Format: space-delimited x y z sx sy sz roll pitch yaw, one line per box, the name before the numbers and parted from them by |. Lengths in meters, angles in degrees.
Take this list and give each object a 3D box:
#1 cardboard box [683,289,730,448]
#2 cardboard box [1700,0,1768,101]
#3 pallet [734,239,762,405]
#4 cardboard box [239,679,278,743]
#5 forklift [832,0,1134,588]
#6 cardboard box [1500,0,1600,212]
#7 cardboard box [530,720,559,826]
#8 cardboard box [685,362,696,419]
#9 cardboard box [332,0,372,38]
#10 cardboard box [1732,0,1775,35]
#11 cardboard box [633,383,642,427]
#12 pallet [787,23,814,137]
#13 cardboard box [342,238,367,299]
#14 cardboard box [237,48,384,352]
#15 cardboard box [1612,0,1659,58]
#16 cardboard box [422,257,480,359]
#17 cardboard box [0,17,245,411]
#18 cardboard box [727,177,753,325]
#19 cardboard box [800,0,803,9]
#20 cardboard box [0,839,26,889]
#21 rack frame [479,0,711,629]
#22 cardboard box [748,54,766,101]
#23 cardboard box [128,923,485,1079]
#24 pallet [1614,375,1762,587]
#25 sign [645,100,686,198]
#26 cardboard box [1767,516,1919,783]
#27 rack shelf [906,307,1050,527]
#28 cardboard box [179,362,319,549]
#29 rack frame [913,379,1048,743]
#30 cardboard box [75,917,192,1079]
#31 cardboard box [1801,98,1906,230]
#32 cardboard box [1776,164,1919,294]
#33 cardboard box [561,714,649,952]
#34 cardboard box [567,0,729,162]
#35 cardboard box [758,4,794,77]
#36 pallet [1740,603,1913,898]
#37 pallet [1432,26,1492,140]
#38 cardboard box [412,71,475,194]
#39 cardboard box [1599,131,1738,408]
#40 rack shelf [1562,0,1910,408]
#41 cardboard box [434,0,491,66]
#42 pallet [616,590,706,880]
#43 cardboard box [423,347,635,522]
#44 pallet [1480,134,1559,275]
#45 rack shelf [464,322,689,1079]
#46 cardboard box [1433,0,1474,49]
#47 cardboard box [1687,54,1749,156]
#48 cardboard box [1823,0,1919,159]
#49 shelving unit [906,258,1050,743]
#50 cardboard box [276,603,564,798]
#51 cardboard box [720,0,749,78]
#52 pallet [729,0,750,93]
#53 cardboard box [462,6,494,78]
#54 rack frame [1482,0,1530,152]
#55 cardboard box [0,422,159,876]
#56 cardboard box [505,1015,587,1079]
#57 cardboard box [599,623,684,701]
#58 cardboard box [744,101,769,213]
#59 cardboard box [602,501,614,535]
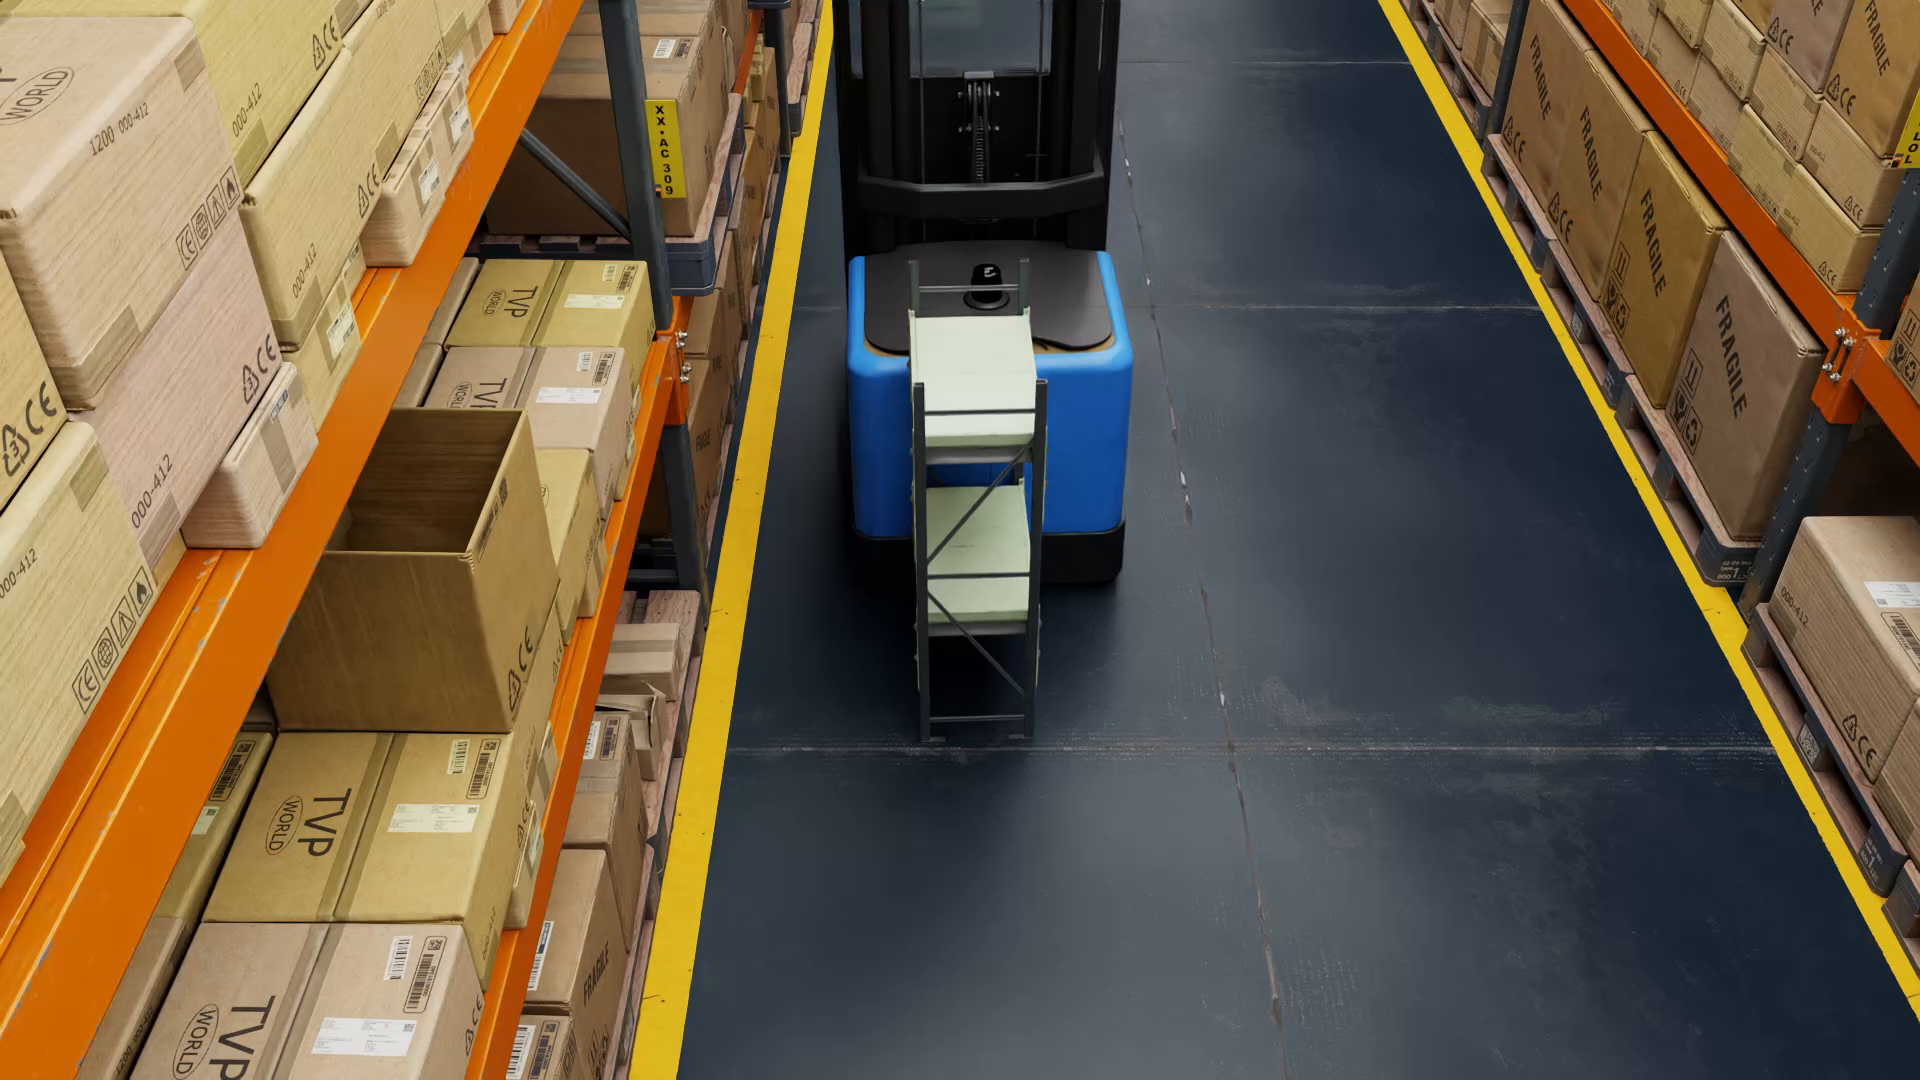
cardboard box | -1.248 -0.696 6.882 0.500 0.500 0.500 -1 39 -1
cardboard box | 3.244 -1.926 6.475 0.500 0.250 0.500 1 39 1
pallet | -1.505 -1.057 7.900 1.003 0.211 1.213 0 39 0
cardboard box | -1.719 0.326 3.827 0.500 0.250 0.500 0 39 0
forklift | 0.050 -1.860 6.727 1.130 2.935 3.031 -2 39 -2
cardboard box | 3.415 -2.282 8.562 0.875 0.875 0.875 0 39 0
cardboard box | -1.156 0.552 3.864 0.380 0.149 0.250 1 39 1
cardboard box | -1.196 -0.538 6.167 0.380 0.149 0.250 2 39 2
cardboard box | -1.213 -1.022 2.710 0.500 0.250 0.500 1 39 1
cardboard box | 3.261 -2.226 6.250 0.500 0.500 0.500 1 39 1
cardboard box | -1.187 -0.411 5.066 0.380 0.149 0.250 1 39 1
pallet | -1.428 -2.800 10.075 1.003 0.211 1.213 0 39 0
cardboard box | -1.202 -0.441 2.704 0.380 0.149 0.250 0 39 -1
cardboard box | -1.194 -0.514 2.476 0.500 0.250 0.500 -1 39 -1
cardboard box | 3.259 -2.365 7.422 0.500 0.250 0.500 1 39 1
cardboard box | -1.731 -0.619 5.006 0.500 0.250 0.500 0 39 -1
cardboard box | -1.188 -0.389 1.920 0.500 0.250 0.500 0 39 0
cardboard box | -1.238 -1.332 7.677 0.500 0.500 0.500 -1 39 -2
cardboard box | -1.463 -3.830 10.693 0.875 0.625 0.625 -2 39 -2
cardboard box | -1.225 0.358 1.707 0.380 0.149 0.250 1 39 1
rack frame | -1.462 -0.871 5.439 1.000 3.000 0.127 0 39 0
cardboard box | -1.181 -2.335 8.410 0.380 0.149 0.250 -2 39 -2
cardboard box | -1.189 0.973 3.019 0.500 0.250 0.500 0 39 0
pallet | 3.426 -0.272 6.920 1.003 0.211 1.213 0 39 0
sign | -0.919 -1.214 5.175 0.100 0.325 0.005 0 39 0
cardboard box | 3.395 0.351 5.626 0.875 0.438 0.875 -1 39 -1
rack shelf | 0.045 -0.414 5.444 0.431 0.370 0.720 -2 39 -2
cardboard box | -1.132 -0.122 2.306 0.380 0.149 0.250 1 39 1
rack frame | 0.061 0.119 5.402 0.400 1.500 0.023 -2 39 -2
cardboard box | -1.723 0.962 3.032 0.500 0.250 0.500 0 39 0
cardboard box | 3.258 -1.289 5.681 0.500 0.250 0.500 0 39 0
cardboard box | 3.249 -1.099 5.843 0.500 0.250 0.500 -1 39 -1
cardboard box | -1.326 0.875 4.922 0.700 0.500 0.500 -1 39 -2
cardboard box | -1.239 -1.701 6.058 0.700 0.500 0.500 0 39 0
cardboard box | -1.454 -3.000 9.658 0.875 0.625 0.625 1 39 1
pallet | 3.424 0.686 5.725 1.003 0.211 1.213 0 39 0
pallet | 3.498 -2.779 10.049 1.003 0.211 1.213 0 39 0
cardboard box | -1.135 -0.757 3.098 0.380 0.149 0.250 1 39 1
cardboard box | 3.412 -1.165 7.168 0.875 0.875 0.875 1 39 1
rack shelf | 3.500 -1.847 7.232 1.077 0.370 4.000 0 39 0
cardboard box | -1.211 -1.153 3.273 0.500 0.250 0.500 1 39 1
pallet | -1.462 0.646 5.775 1.003 0.211 1.213 0 39 0
cardboard box | -1.202 -0.297 4.605 0.500 0.250 0.500 0 39 0
pallet | 3.423 -1.798 8.824 1.003 0.211 1.213 0 39 0
rack shelf | -1.460 0.660 4.103 1.077 0.370 4.000 0 39 0
cardboard box | 3.498 -3.332 10.275 0.950 0.372 0.625 -1 39 -1
cardboard box | 3.268 -1.733 6.634 0.500 0.250 0.500 -1 39 -1
cardboard box | 3.250 -1.586 5.451 0.500 0.500 0.500 1 39 1
shelving unit | 0.045 -0.110 5.688 0.431 1.500 0.755 -2 39 -2
cardboard box | -1.215 0.336 3.814 0.500 0.250 0.500 -1 39 -1
cardboard box | -1.240 -2.192 6.670 0.700 0.500 0.500 0 39 0
pallet | -1.460 -2.082 7.103 1.003 0.211 1.213 0 39 0
cardboard box | -1.211 -1.078 3.498 0.380 0.149 0.250 1 39 1
rack frame | 3.497 -3.379 8.568 1.000 3.000 0.127 0 39 0
cardboard box | -1.184 0.124 1.680 0.500 0.250 0.500 0 39 -1
cardboard box | -1.325 1.524 4.112 0.700 0.500 0.500 1 39 2
cardboard box | -1.168 0.425 5.765 0.380 0.149 0.250 -1 39 -1
cardboard box | -1.261 -1.984 8.490 0.500 0.500 0.500 -1 39 -1
cardboard box | -1.189 -0.085 4.658 0.380 0.149 0.250 1 39 1
